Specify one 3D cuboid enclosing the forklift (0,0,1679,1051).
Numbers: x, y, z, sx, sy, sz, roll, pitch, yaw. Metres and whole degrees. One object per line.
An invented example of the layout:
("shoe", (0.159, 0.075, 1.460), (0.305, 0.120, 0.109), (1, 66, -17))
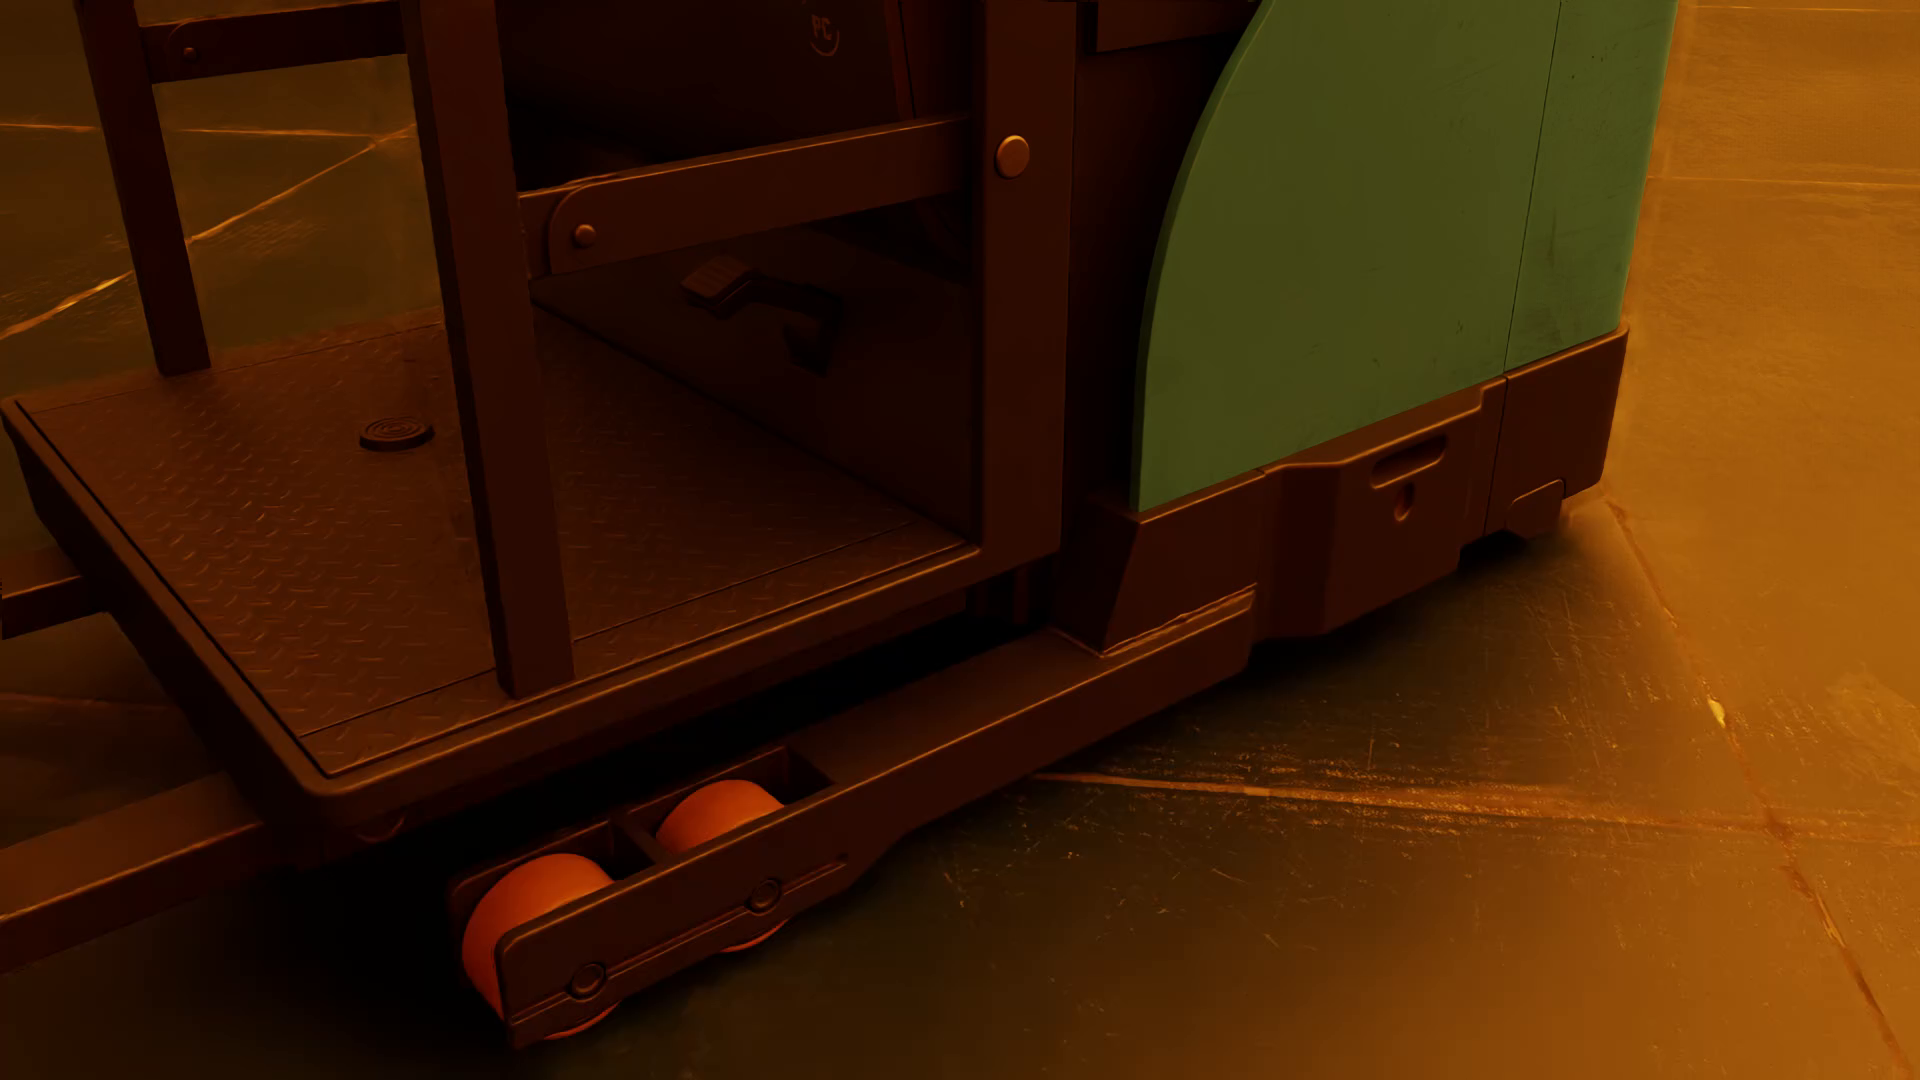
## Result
("forklift", (-0.475, -1.111, 1.443), (3.031, 2.935, 1.130), (-20, 33, -34))
